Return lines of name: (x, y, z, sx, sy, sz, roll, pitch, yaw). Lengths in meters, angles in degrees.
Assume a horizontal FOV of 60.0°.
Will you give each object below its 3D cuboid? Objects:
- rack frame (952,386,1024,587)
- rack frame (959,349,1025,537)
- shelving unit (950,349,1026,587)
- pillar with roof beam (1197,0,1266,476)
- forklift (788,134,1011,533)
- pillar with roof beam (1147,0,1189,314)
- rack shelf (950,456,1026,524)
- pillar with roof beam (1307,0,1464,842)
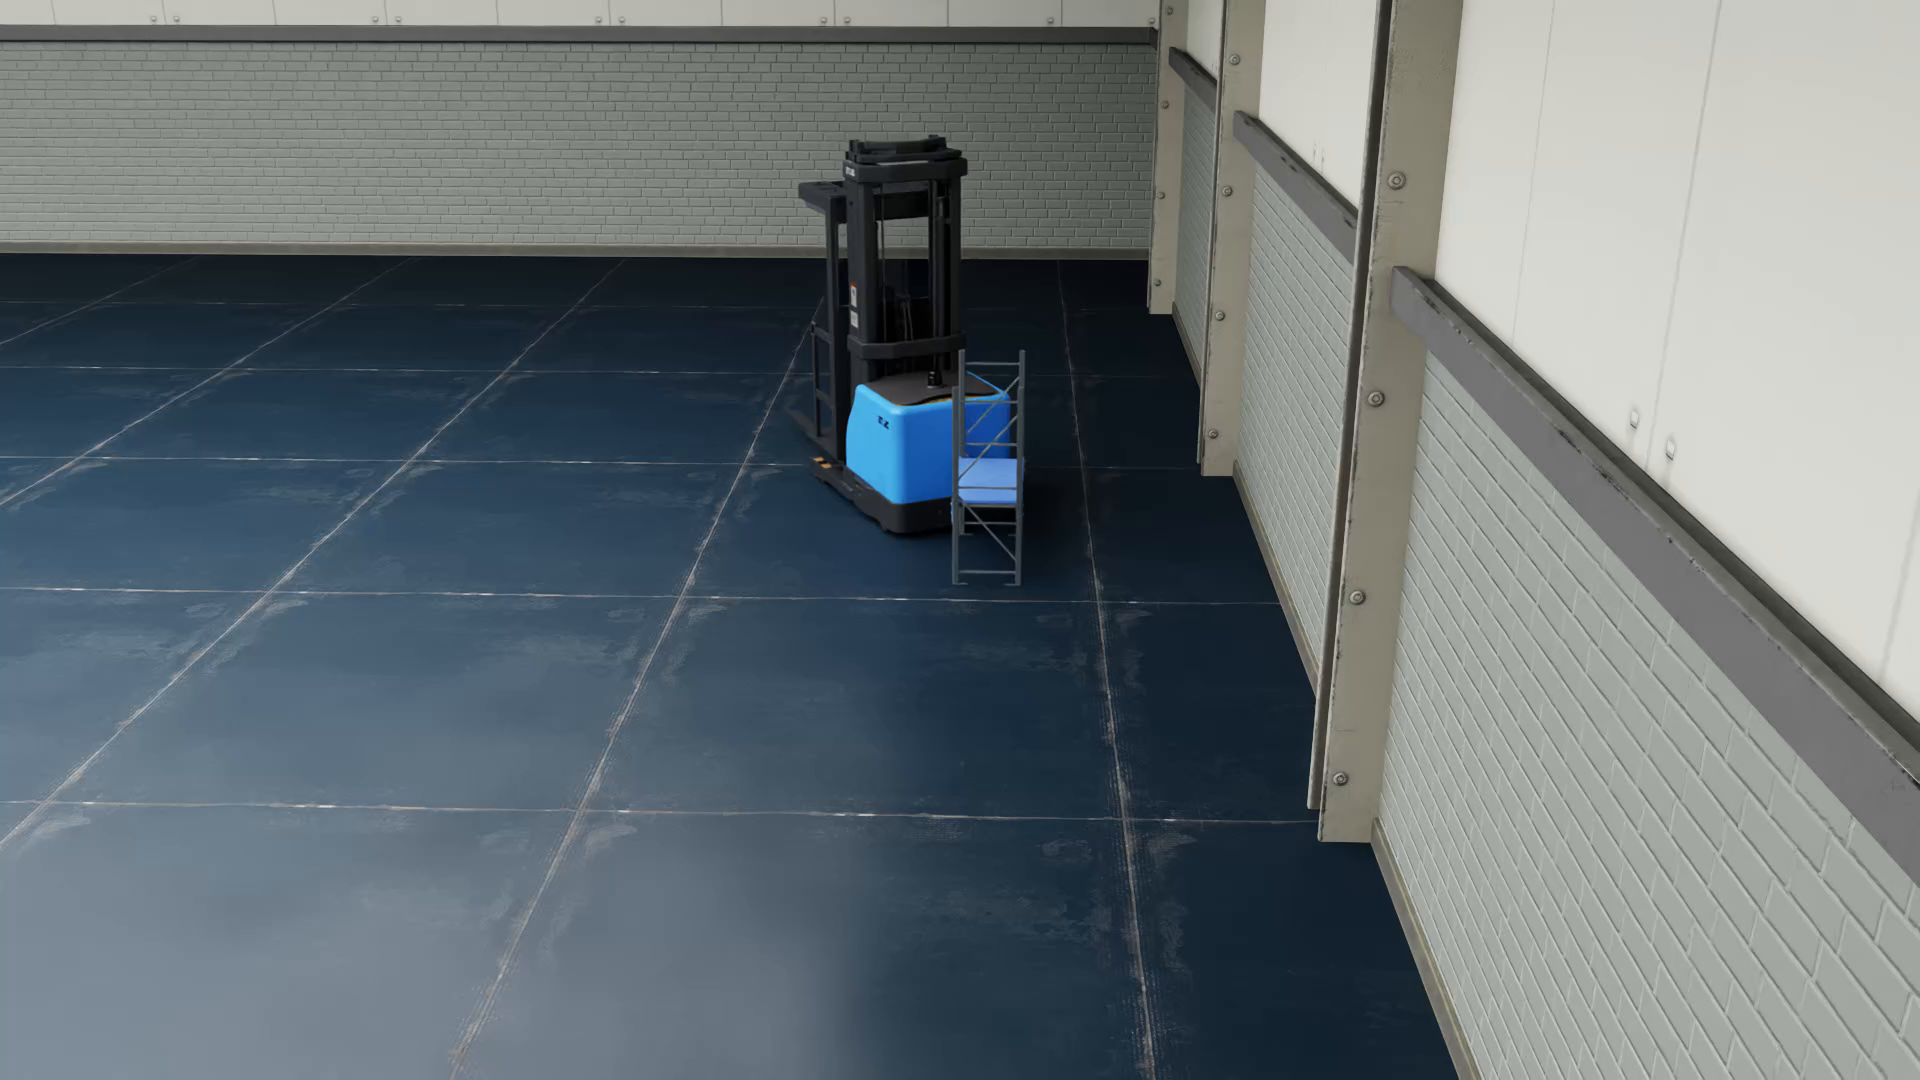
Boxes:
rack frame: (0.197, -0.368, 11.903, 0.500, 1.500, 0.032, 1, 21, 2)
rack frame: (0.244, -0.735, 12.850, 0.500, 1.500, 0.032, 1, 21, 2)
shelving unit: (0.221, -0.551, 12.377, 0.538, 1.500, 1.048, 1, 21, 2)
pillar with roof beam: (-2.042, -4.872, 13.146, 9.100, 9.000, 0.400, 1, 21, 2)
forklift: (-0.664, -1.915, 13.913, 1.130, 2.935, 3.031, -9, 23, -23)
pillar with roof beam: (-1.860, -7.042, 18.737, 9.100, 9.000, 0.400, 1, 21, 2)
rack shelf: (0.221, -0.384, 12.442, 0.538, 0.185, 1.000, 1, 21, 2)
pillar with roof beam: (-2.225, -2.703, 7.554, 9.100, 9.000, 0.400, 1, 21, 2)
